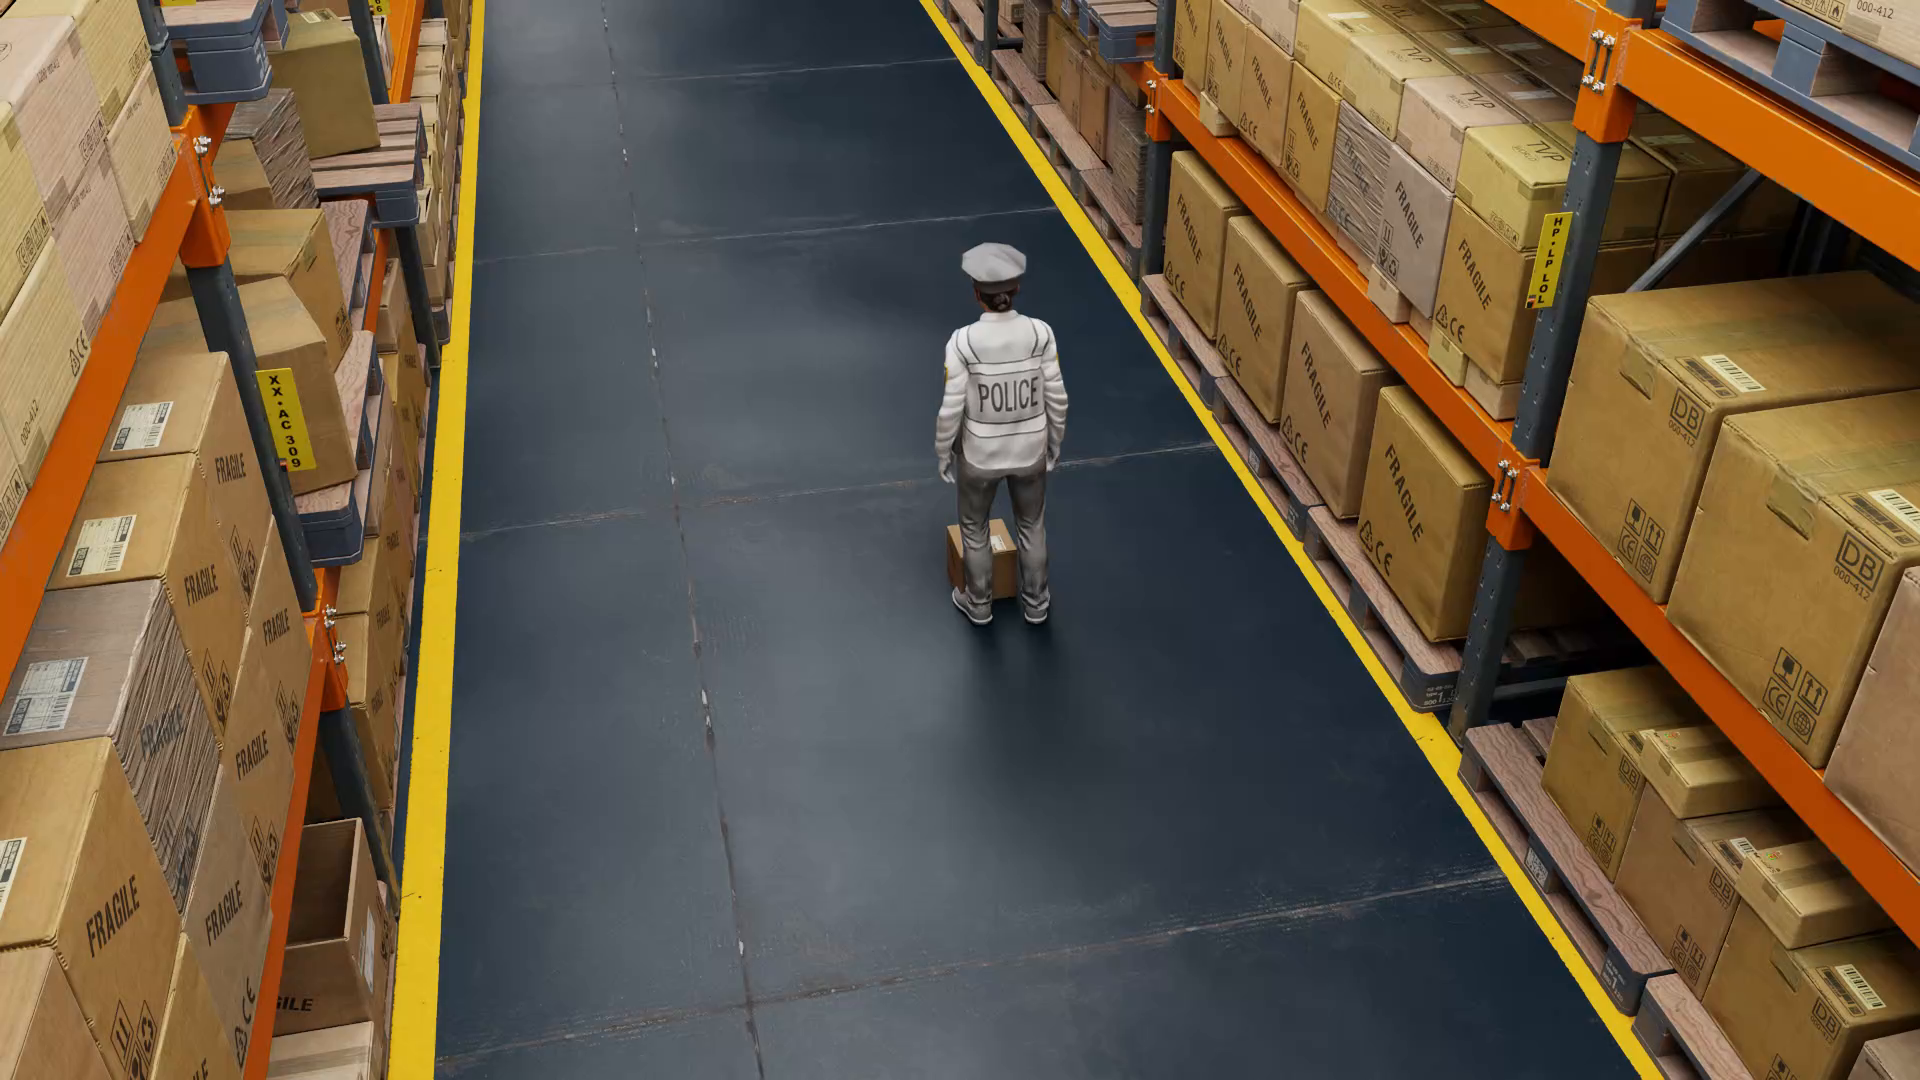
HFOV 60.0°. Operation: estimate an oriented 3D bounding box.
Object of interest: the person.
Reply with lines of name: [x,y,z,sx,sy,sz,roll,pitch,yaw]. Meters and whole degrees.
person: [0.157,-0.366,6.672,0.528,1.663,0.408,-7,35,-10]
